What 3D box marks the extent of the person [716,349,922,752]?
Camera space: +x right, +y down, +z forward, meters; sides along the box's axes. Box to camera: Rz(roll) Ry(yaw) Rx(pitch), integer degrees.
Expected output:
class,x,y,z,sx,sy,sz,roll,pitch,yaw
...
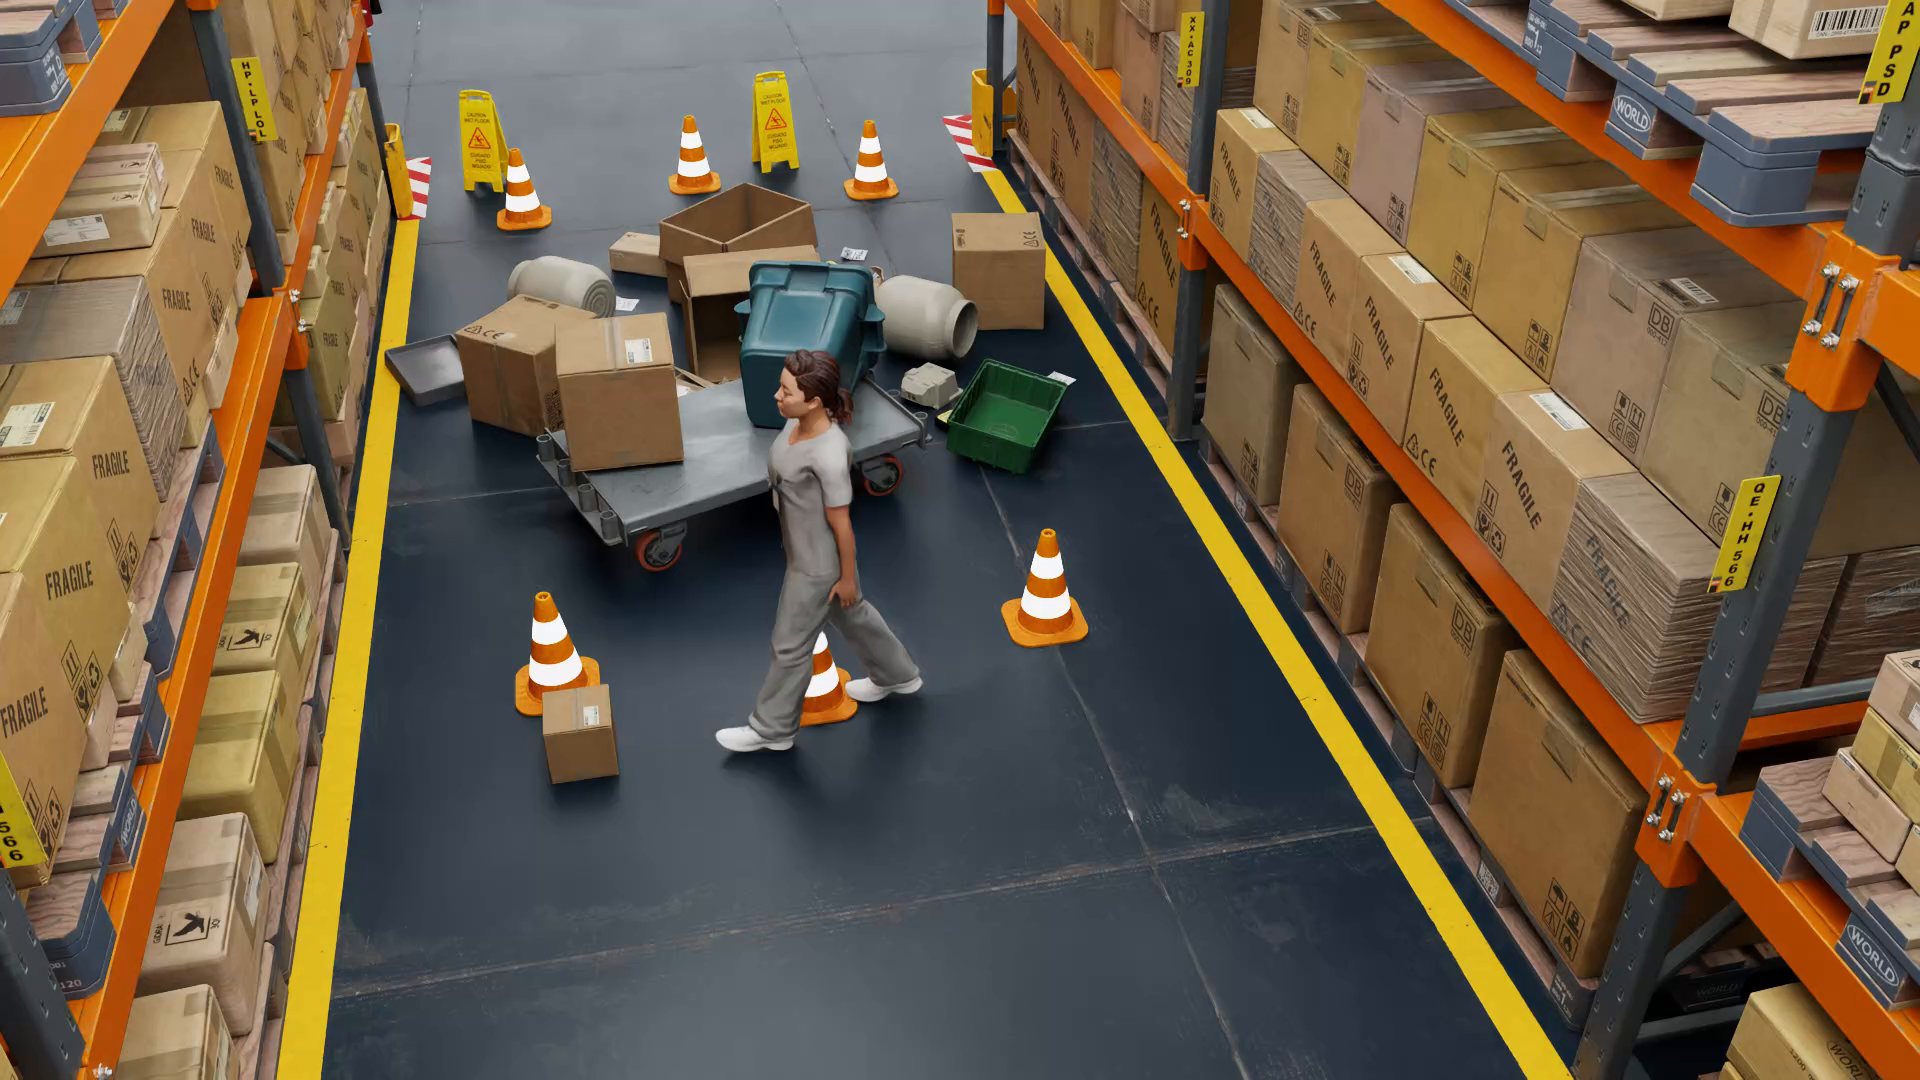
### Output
class,x,y,z,sx,sy,sz,roll,pitch,yaw
person,-0.542,0.048,6.081,0.848,1.653,0.454,-9,36,-13
